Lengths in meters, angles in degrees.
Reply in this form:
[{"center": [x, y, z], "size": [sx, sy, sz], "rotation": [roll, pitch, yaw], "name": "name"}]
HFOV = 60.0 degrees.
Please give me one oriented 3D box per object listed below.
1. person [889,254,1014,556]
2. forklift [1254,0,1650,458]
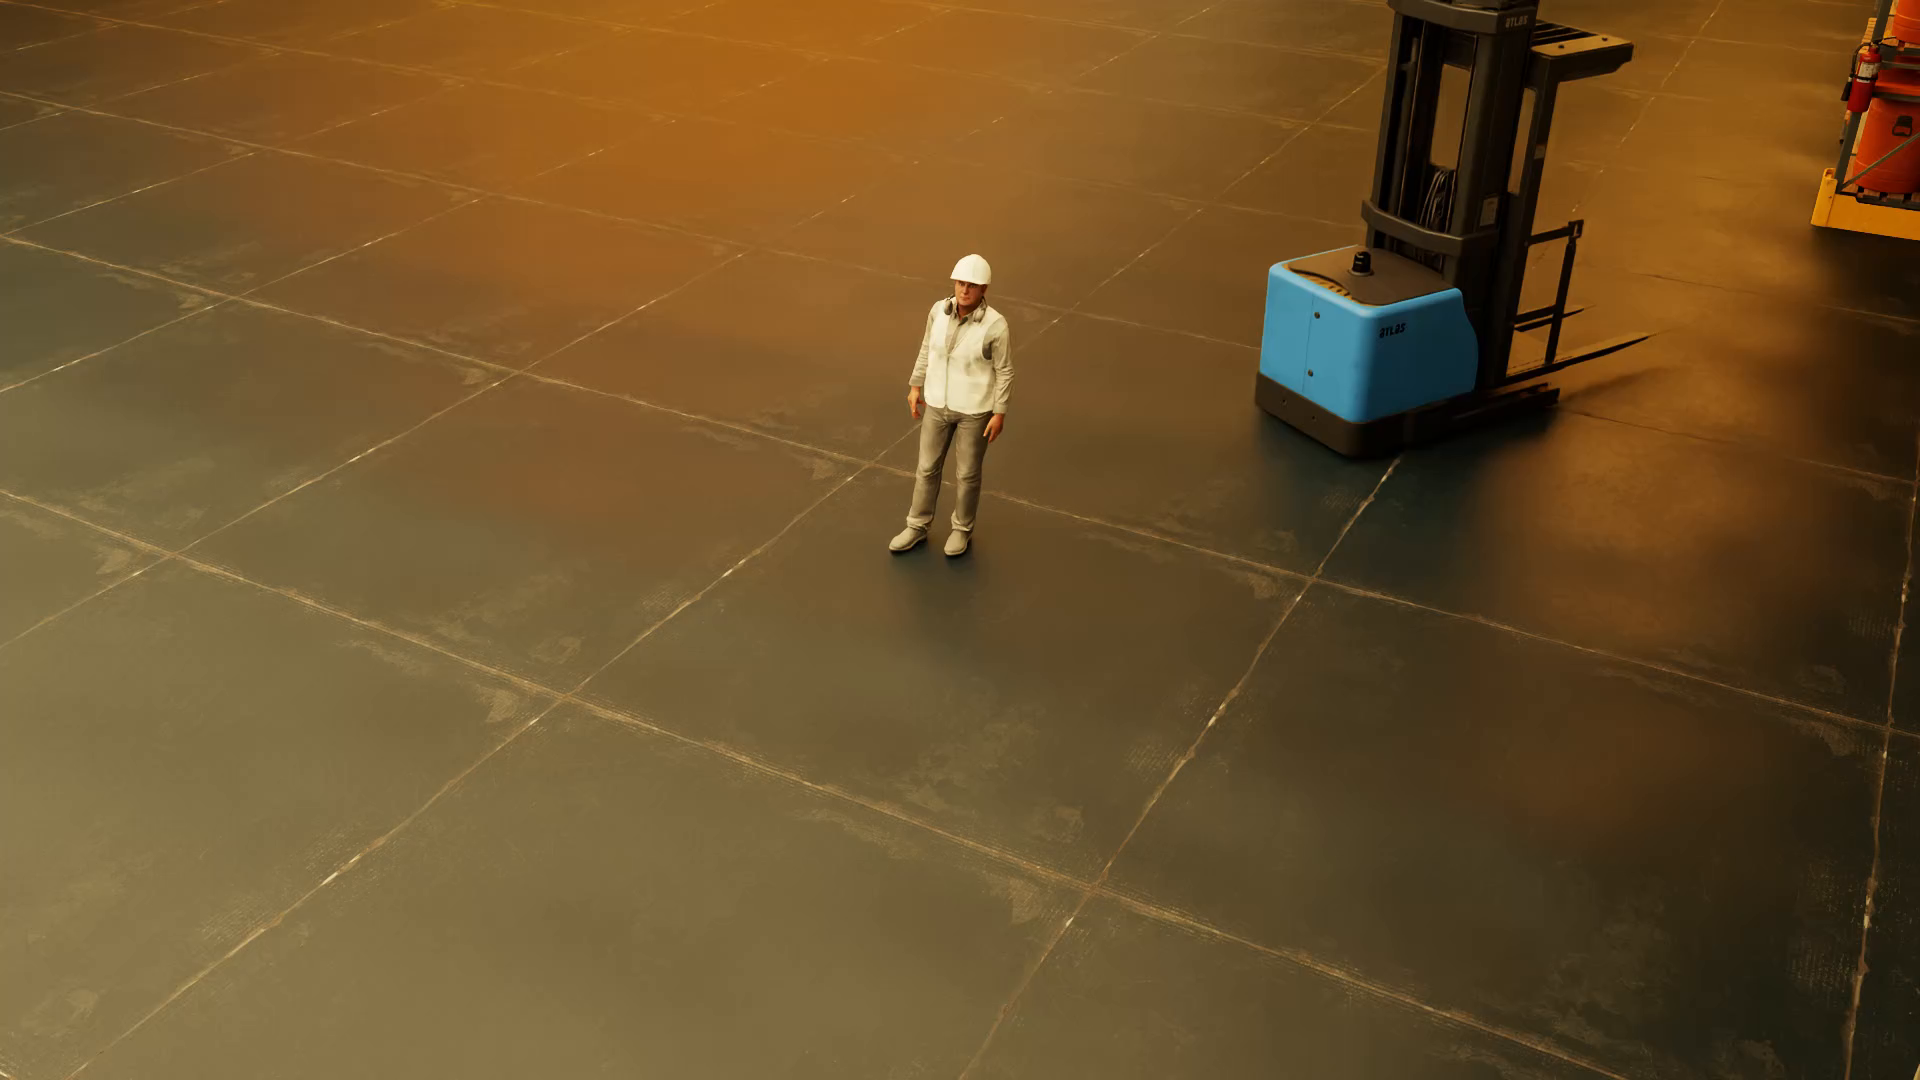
[{"center": [-0.038, -0.748, 9.510], "size": [0.633, 1.775, 0.562], "rotation": [15, 33, 25], "name": "person"}, {"center": [3.570, -2.336, 11.118], "size": [3.031, 2.935, 1.130], "rotation": [-16, 34, -26], "name": "forklift"}]
